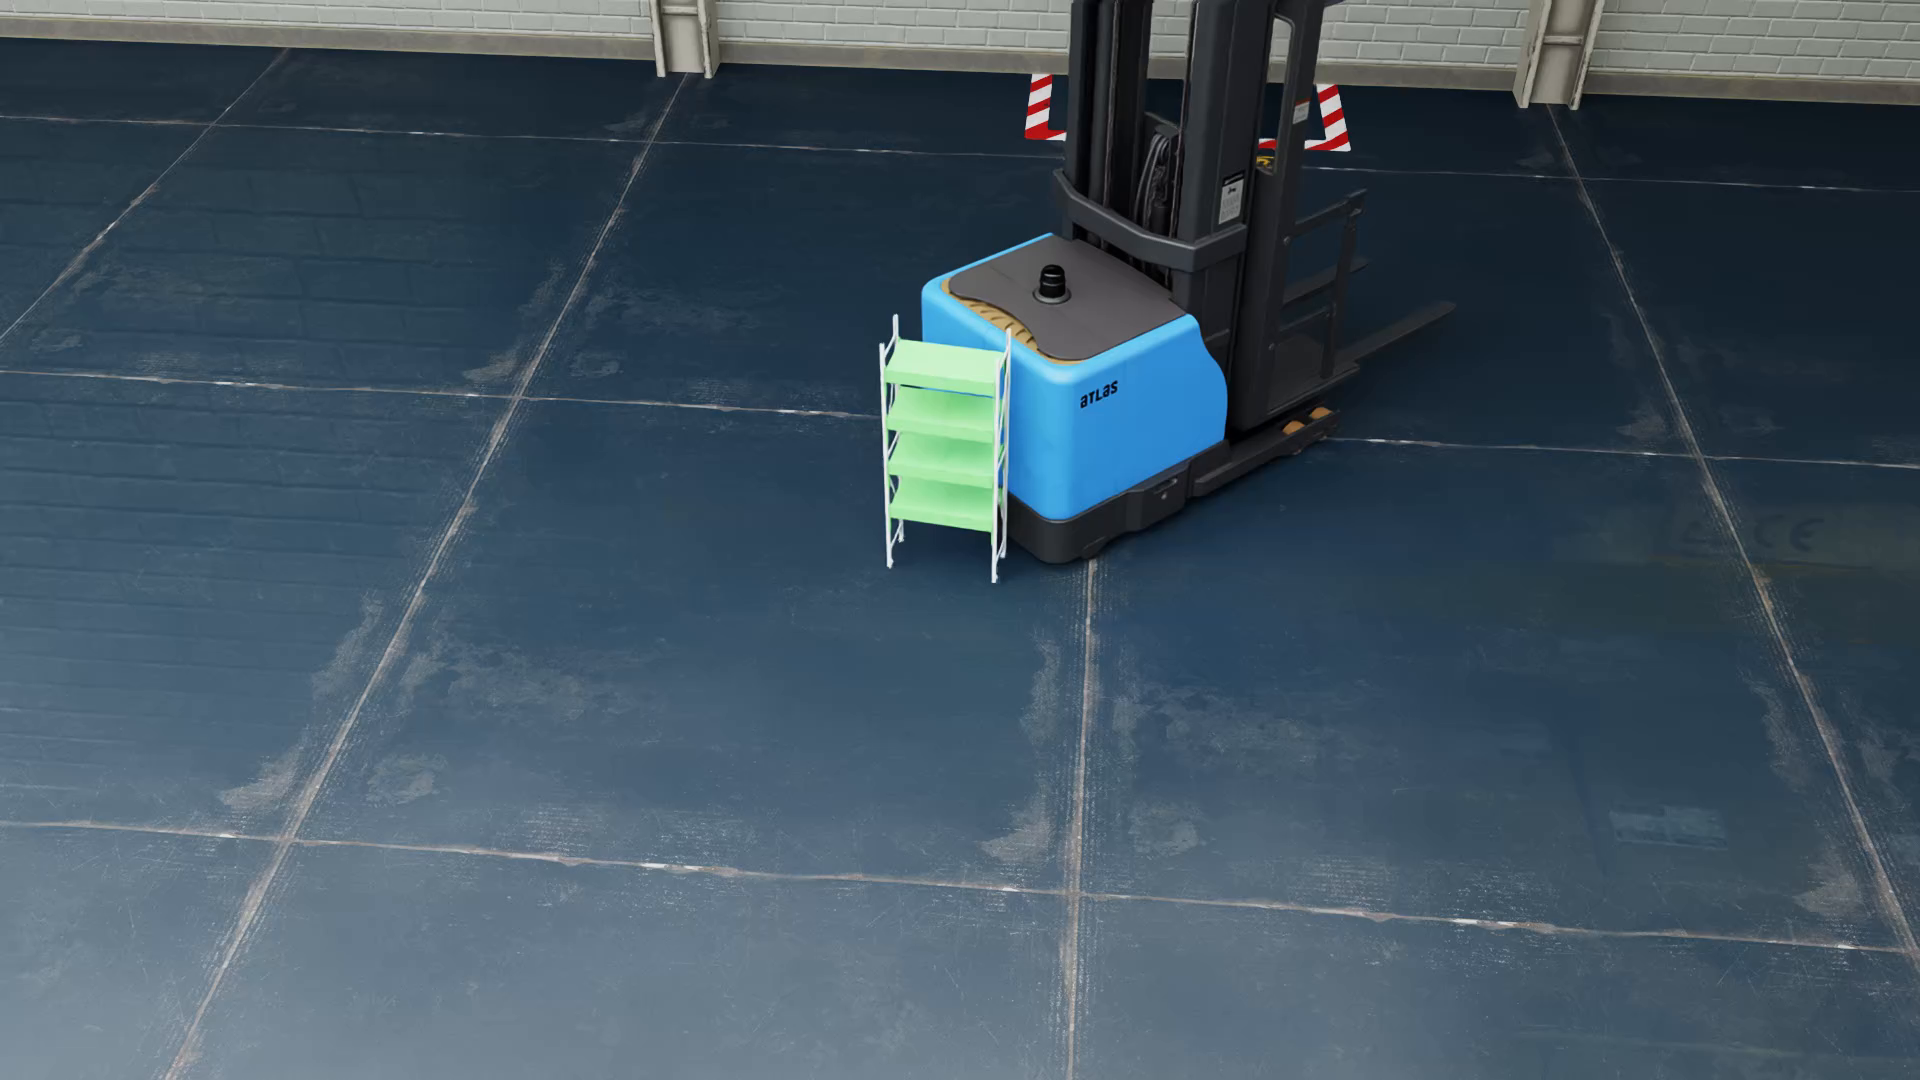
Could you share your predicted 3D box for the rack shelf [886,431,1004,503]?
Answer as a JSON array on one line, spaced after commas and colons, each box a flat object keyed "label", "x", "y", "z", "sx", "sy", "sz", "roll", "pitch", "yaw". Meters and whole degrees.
[{"label": "rack shelf", "x": -0.059, "y": -0.328, "z": 7.303, "sx": 0.480, "sy": 0.148, "sz": 0.258, "roll": 8, "pitch": 40, "yaw": 10}]

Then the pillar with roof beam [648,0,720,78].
[{"label": "pillar with roof beam", "x": -2.307, "y": -4.156, "z": 5.728, "sx": 0.400, "sy": 9.000, "sz": 9.100, "roll": 3, "pitch": 39, "yaw": 4}]

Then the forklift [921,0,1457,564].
[{"label": "forklift", "x": 1.281, "y": -1.799, "z": 7.638, "sx": 3.031, "sy": 2.935, "sz": 1.130, "roll": -27, "pitch": 46, "yaw": -29}]

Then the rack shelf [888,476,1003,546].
[{"label": "rack shelf", "x": -0.059, "y": -0.141, "z": 7.455, "sx": 0.480, "sy": 0.148, "sz": 0.258, "roll": 8, "pitch": 40, "yaw": 10}]

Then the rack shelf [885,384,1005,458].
[{"label": "rack shelf", "x": -0.059, "y": -0.514, "z": 7.152, "sx": 0.480, "sy": 0.148, "sz": 0.258, "roll": 8, "pitch": 40, "yaw": 10}]

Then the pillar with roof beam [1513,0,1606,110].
[{"label": "pillar with roof beam", "x": 3.671, "y": -3.830, "z": 5.326, "sx": 0.400, "sy": 9.000, "sz": 9.100, "roll": 3, "pitch": 39, "yaw": 4}]

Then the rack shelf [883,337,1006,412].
[{"label": "rack shelf", "x": -0.059, "y": -0.700, "z": 7.000, "sx": 0.480, "sy": 0.148, "sz": 0.258, "roll": 8, "pitch": 40, "yaw": 10}]

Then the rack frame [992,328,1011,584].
[{"label": "rack frame", "x": 0.179, "y": -0.342, "z": 7.220, "sx": 0.015, "sy": 1.200, "sz": 0.240, "roll": 8, "pitch": 40, "yaw": 10}]

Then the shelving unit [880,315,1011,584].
[{"label": "shelving unit", "x": -0.059, "y": -0.377, "z": 7.263, "sx": 0.503, "sy": 1.200, "sz": 0.258, "roll": 8, "pitch": 40, "yaw": 10}]

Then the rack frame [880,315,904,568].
[{"label": "rack frame", "x": -0.296, "y": -0.412, "z": 7.306, "sx": 0.015, "sy": 1.200, "sz": 0.240, "roll": 8, "pitch": 40, "yaw": 10}]
